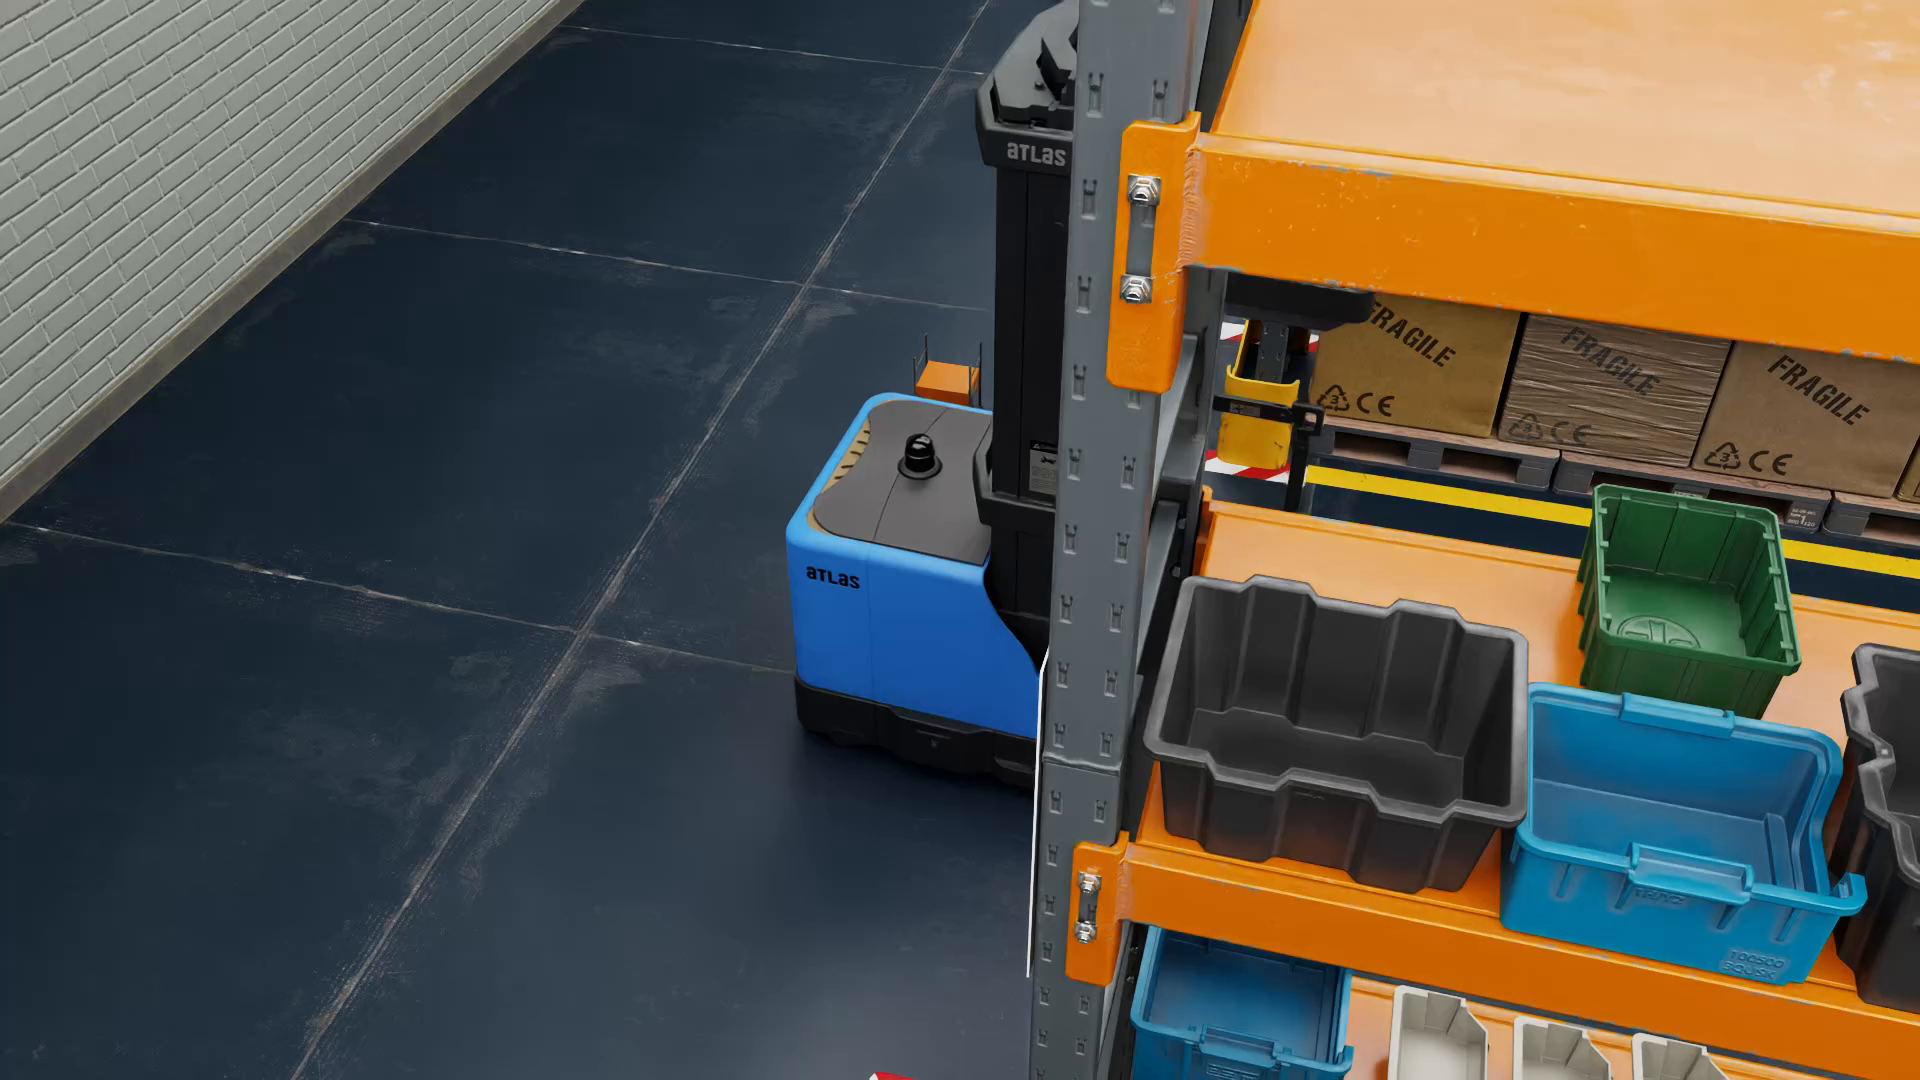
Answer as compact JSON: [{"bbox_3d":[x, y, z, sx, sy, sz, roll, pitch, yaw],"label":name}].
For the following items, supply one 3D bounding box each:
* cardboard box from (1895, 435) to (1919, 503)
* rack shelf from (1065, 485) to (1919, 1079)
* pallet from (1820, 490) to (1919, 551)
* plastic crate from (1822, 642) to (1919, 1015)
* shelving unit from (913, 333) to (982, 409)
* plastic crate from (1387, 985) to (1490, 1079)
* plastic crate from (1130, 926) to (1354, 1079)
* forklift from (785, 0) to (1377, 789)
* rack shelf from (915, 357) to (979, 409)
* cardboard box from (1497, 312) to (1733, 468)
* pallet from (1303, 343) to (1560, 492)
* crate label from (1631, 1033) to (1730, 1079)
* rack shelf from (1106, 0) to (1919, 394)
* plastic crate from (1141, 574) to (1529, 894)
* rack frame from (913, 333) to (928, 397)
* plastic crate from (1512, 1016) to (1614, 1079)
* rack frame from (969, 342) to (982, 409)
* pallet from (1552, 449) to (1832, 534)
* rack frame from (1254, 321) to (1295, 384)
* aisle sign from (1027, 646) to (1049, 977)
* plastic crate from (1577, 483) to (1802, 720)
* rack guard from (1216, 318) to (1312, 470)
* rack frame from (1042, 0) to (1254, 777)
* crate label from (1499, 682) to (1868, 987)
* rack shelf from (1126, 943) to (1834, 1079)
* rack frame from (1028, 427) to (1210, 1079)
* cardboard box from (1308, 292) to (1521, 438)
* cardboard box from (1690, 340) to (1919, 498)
[{"bbox_3d":[4.850,-0.712,7.616,0.875,0.875,0.875,10,41,11],"label":"cardboard box"},{"bbox_3d":[2.255,0.666,2.877,4.000,0.370,1.077,10,41,11],"label":"rack shelf"},{"bbox_3d":[4.753,-0.313,7.983,1.213,0.211,1.003,10,41,11],"label":"pallet"},{"bbox_3d":[1.727,0.506,2.555,0.767,0.338,0.504,10,41,11],"label":"plastic crate"},{"bbox_3d":[-0.052,-0.411,7.448,0.252,1.050,0.215,10,41,11],"label":"shelving unit"},{"bbox_3d":[1.157,1.307,4.044,0.243,0.136,0.396,10,41,11],"label":"plastic crate"},{"bbox_3d":[0.694,1.109,4.047,0.499,0.435,0.616,10,41,11],"label":"plastic crate"},{"bbox_3d":[0.908,-0.337,5.897,3.031,2.935,1.130,12,41,14],"label":"forklift"},{"bbox_3d":[-0.052,-0.620,7.272,0.240,0.259,0.215,10,41,11],"label":"rack shelf"},{"bbox_3d":[3.121,-1.010,7.970,0.875,0.875,0.875,10,41,11],"label":"cardboard box"},{"bbox_3d":[2.395,-0.719,8.466,1.213,0.211,1.003,10,41,11],"label":"pallet"},{"bbox_3d":[1.709,1.396,3.939,0.243,0.136,0.396,10,41,11],"label":"crate label"},{"bbox_3d":[2.255,-0.330,2.041,4.000,0.370,1.077,10,41,11],"label":"rack shelf"},{"bbox_3d":[0.622,0.345,2.801,0.590,0.269,0.497,10,41,11],"label":"plastic crate"},{"bbox_3d":[-0.170,-0.431,7.472,0.008,1.050,0.200,10,41,11],"label":"rack frame"},{"bbox_3d":[1.433,1.365,3.976,0.243,0.136,0.396,10,41,11],"label":"plastic crate"},{"bbox_3d":[0.066,-0.391,7.423,0.008,1.050,0.200,10,41,11],"label":"rack frame"},{"bbox_3d":[3.570,-0.514,8.223,1.213,0.211,1.003,10,41,11],"label":"pallet"},{"bbox_3d":[1.603,-1.871,7.670,0.127,3.000,1.000,10,41,11],"label":"rack frame"},{"bbox_3d":[0.176,0.383,2.964,0.004,0.787,0.394,10,41,11],"label":"aisle sign"},{"bbox_3d":[1.349,0.125,3.125,0.336,0.188,0.450,10,41,11],"label":"plastic crate"},{"bbox_3d":[1.580,-0.918,8.478,0.348,0.500,1.175,10,41,11],"label":"rack guard"},{"bbox_3d":[0.323,-1.091,2.076,0.127,3.000,1.000,10,41,11],"label":"rack frame"},{"bbox_3d":[1.130,0.469,2.667,0.502,0.251,0.408,10,41,11],"label":"crate label"},{"bbox_3d":[2.255,1.814,3.841,4.000,0.370,1.077,10,41,11],"label":"rack shelf"},{"bbox_3d":[0.323,1.206,4.006,0.127,3.000,1.000,10,41,11],"label":"rack frame"},{"bbox_3d":[2.242,-1.161,8.150,0.875,0.875,0.875,10,41,11],"label":"cardboard box"},{"bbox_3d":[3.981,-0.862,7.794,0.875,0.875,0.875,10,41,11],"label":"cardboard box"}]
